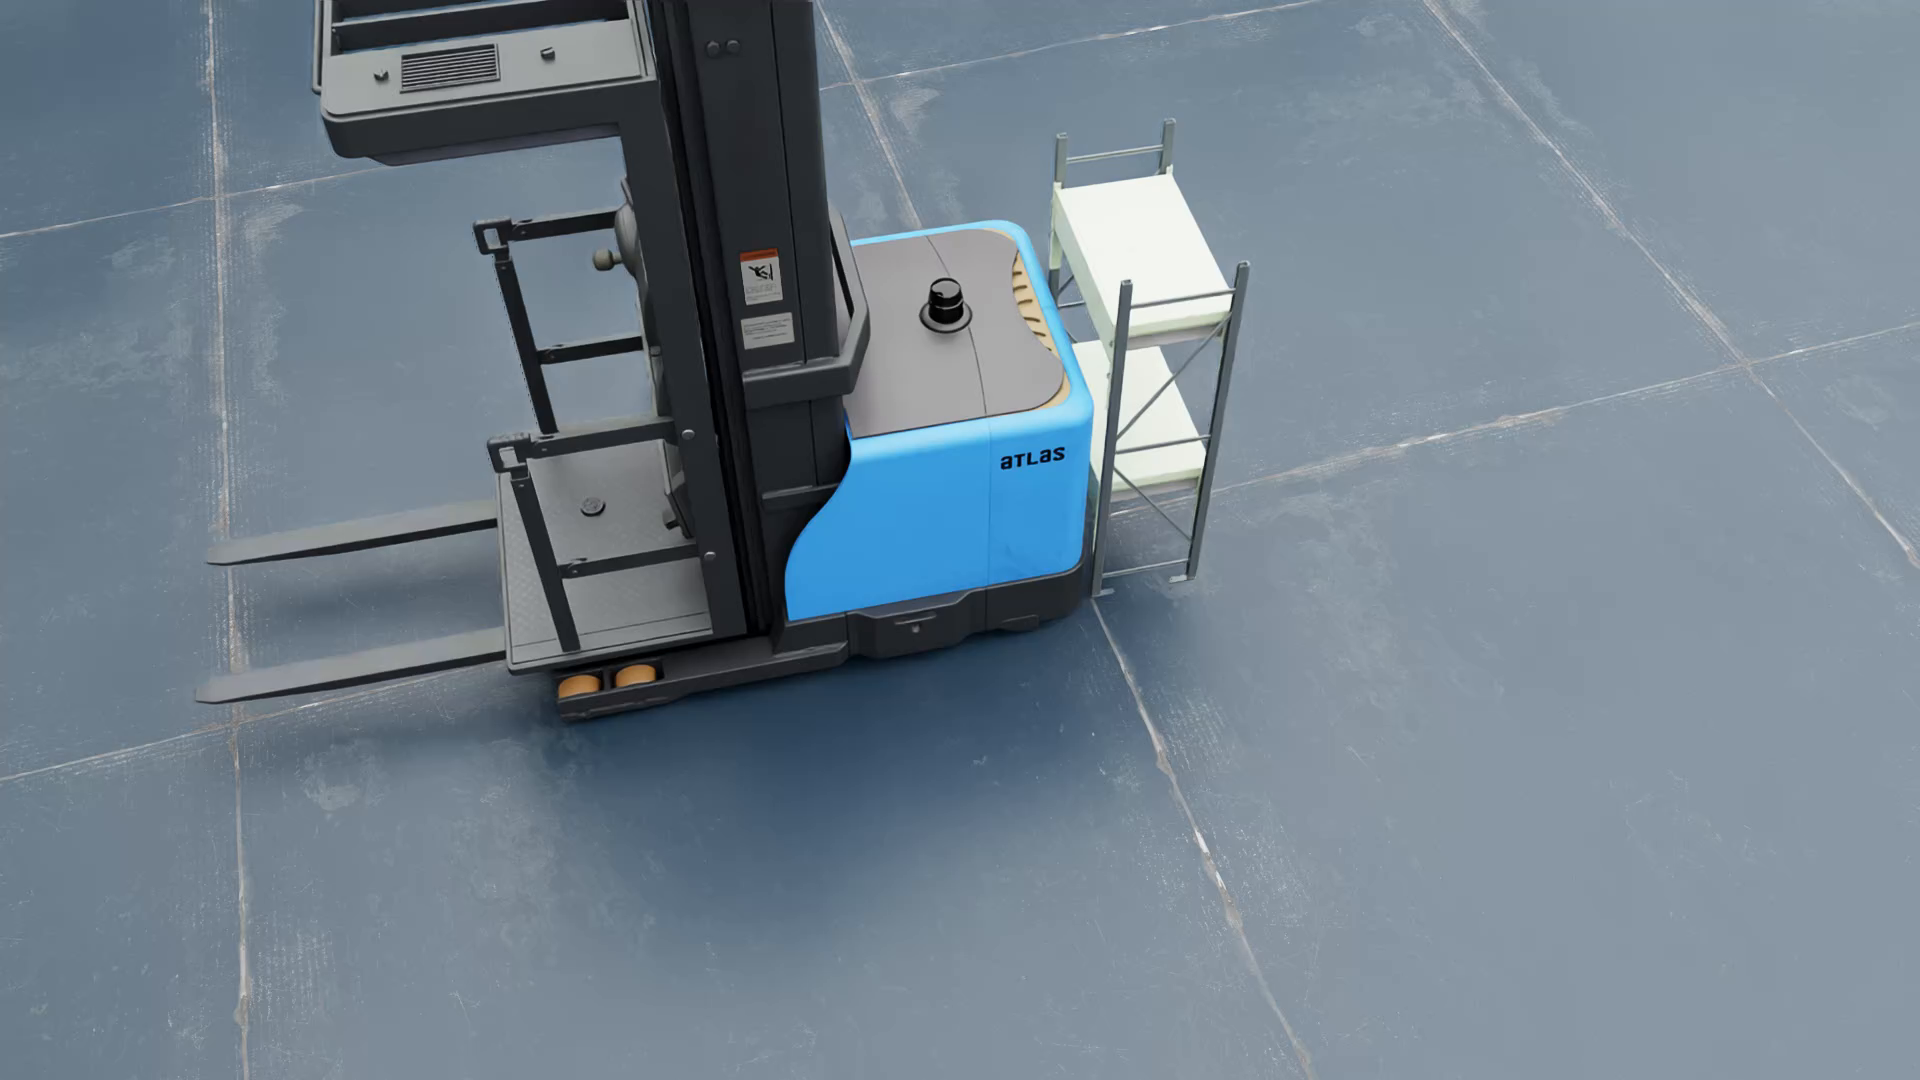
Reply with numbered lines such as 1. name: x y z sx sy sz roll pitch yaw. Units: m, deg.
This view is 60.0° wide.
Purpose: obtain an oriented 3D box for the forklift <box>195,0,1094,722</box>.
1. forklift: -1.134 -0.773 4.985 3.031 2.935 1.130 -10 51 -8

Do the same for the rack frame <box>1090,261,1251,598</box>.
1. rack frame: 0.673 -0.314 5.533 0.400 1.500 0.023 -10 51 -8

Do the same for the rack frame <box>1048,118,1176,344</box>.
1. rack frame: 0.509 -0.859 5.993 0.400 1.500 0.023 -10 51 -8

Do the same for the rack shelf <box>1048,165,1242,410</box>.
1. rack shelf: 0.591 -0.838 5.465 0.431 0.370 0.720 -10 51 -8

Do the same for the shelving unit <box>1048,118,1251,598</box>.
1. shelving unit: 0.591 -0.587 5.763 0.431 1.500 0.755 -10 51 -8

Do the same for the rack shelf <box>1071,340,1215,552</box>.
1. rack shelf: 0.590 -0.376 6.012 0.431 0.370 0.720 -10 51 -8
